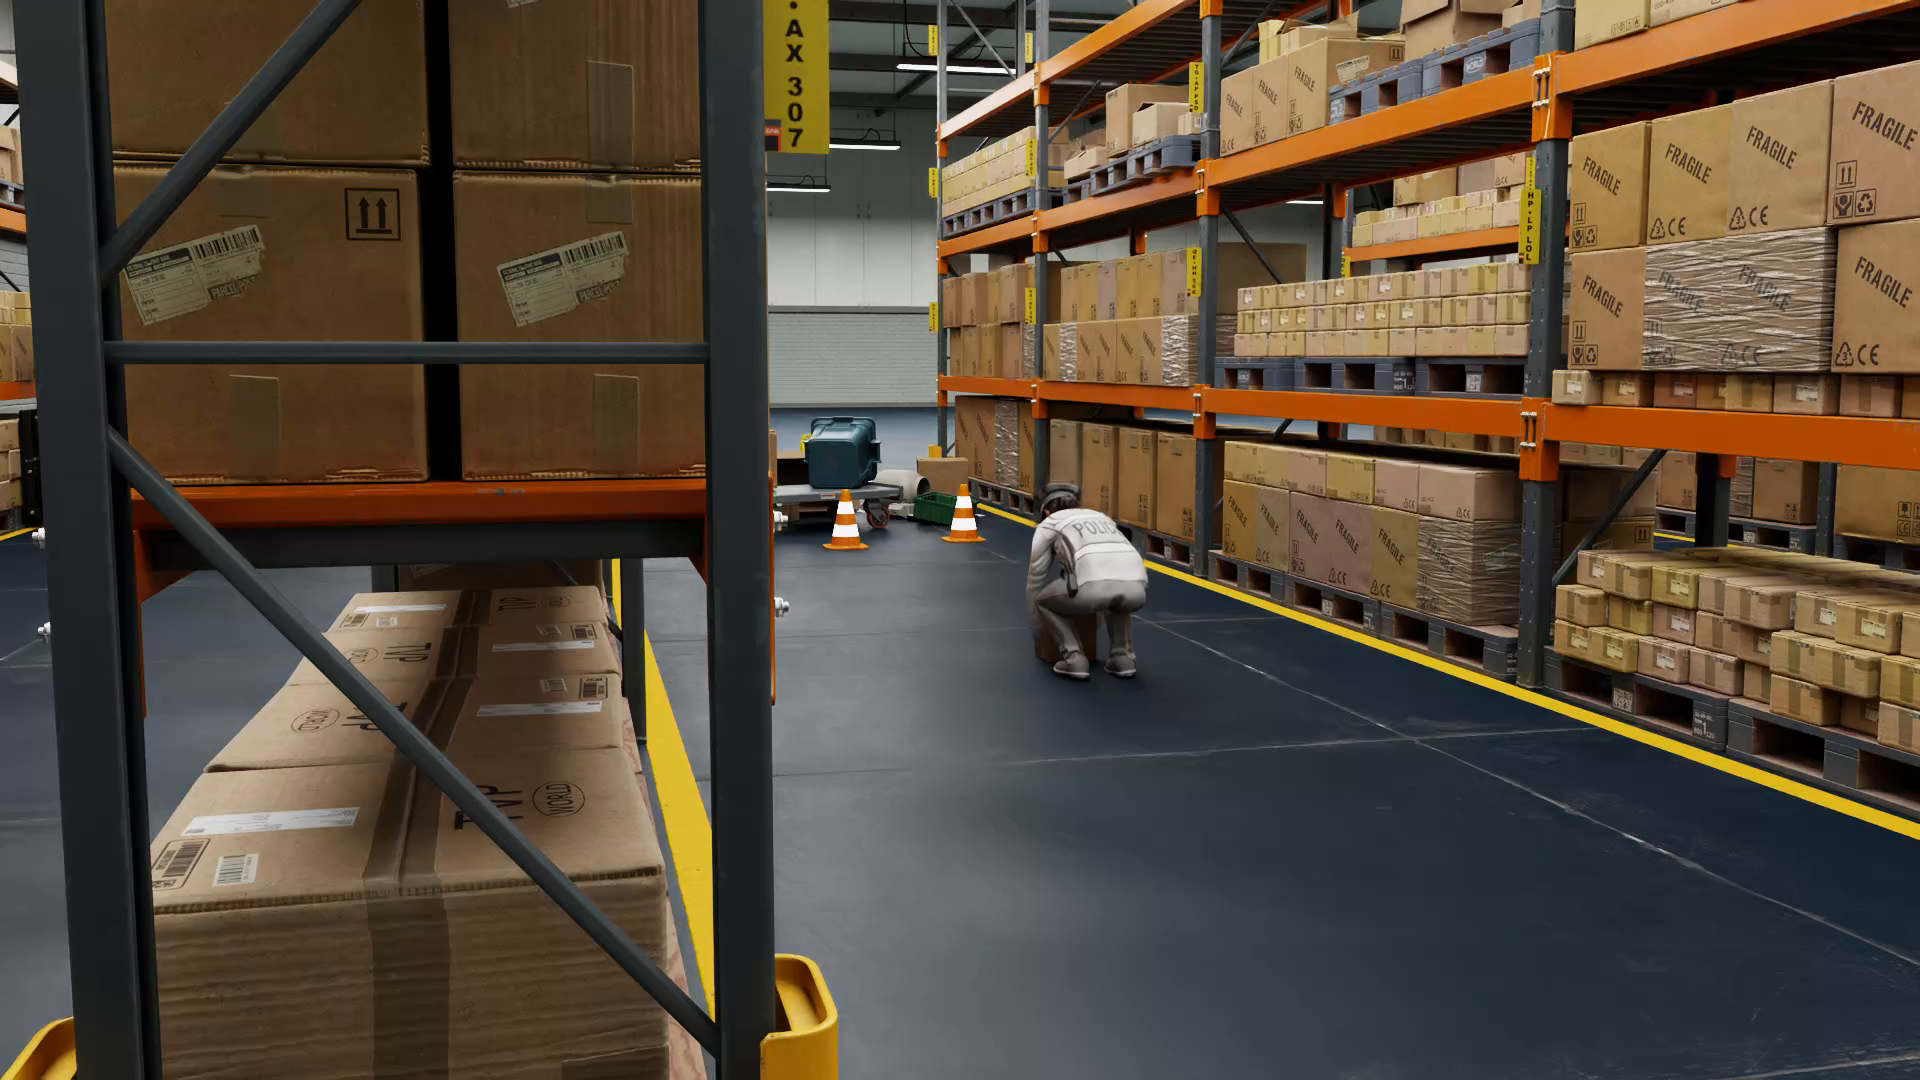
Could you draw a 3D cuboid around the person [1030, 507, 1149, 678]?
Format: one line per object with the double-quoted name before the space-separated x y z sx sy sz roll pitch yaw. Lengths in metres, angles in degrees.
"person" 0.601 0.267 8.061 0.462 0.805 0.903 -2 6 -15
